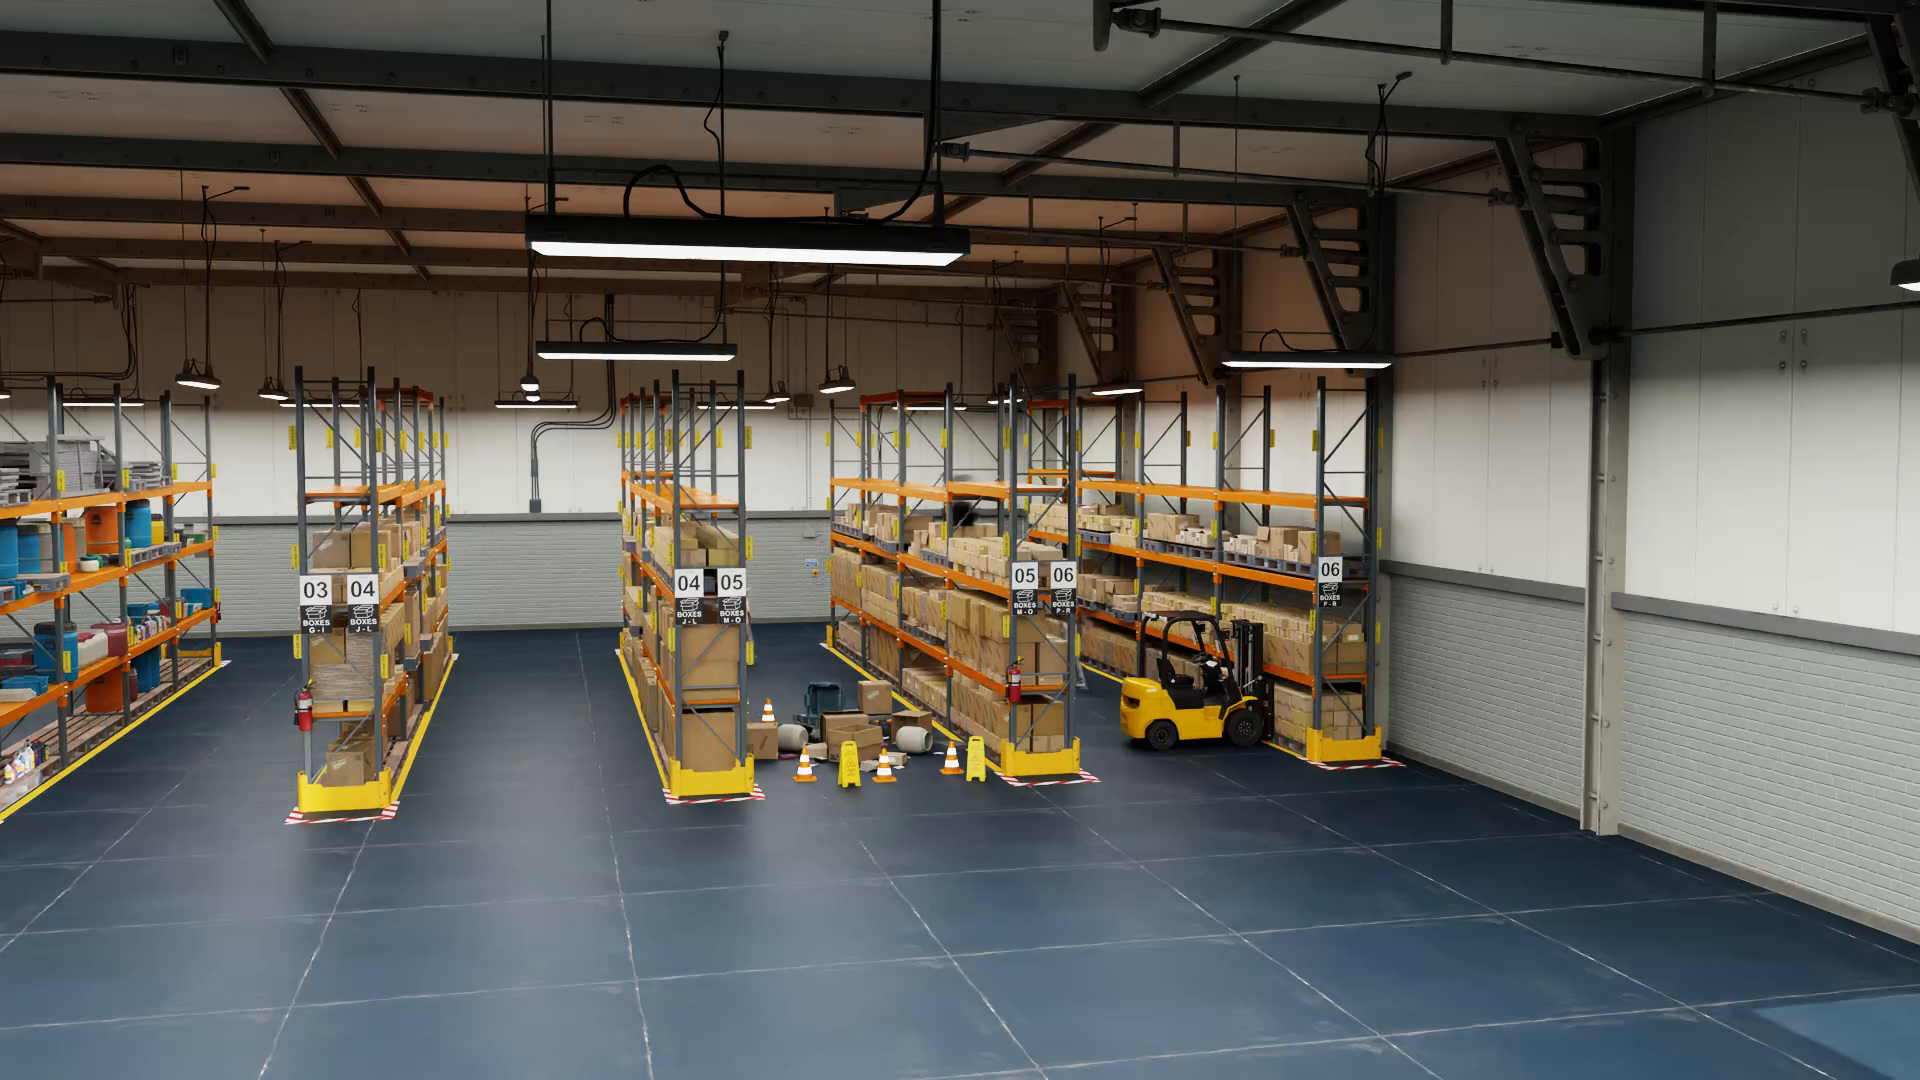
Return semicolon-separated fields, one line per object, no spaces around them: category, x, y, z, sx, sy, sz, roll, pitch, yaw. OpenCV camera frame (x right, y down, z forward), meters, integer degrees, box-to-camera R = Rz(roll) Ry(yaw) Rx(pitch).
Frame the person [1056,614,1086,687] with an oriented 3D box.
person;2.232;2.217;33.768;0.530;1.548;0.899;-2;4;-35

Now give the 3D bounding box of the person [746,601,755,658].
person;-4.961;1.918;37.846;0.607;1.638;0.475;0;3;-2
